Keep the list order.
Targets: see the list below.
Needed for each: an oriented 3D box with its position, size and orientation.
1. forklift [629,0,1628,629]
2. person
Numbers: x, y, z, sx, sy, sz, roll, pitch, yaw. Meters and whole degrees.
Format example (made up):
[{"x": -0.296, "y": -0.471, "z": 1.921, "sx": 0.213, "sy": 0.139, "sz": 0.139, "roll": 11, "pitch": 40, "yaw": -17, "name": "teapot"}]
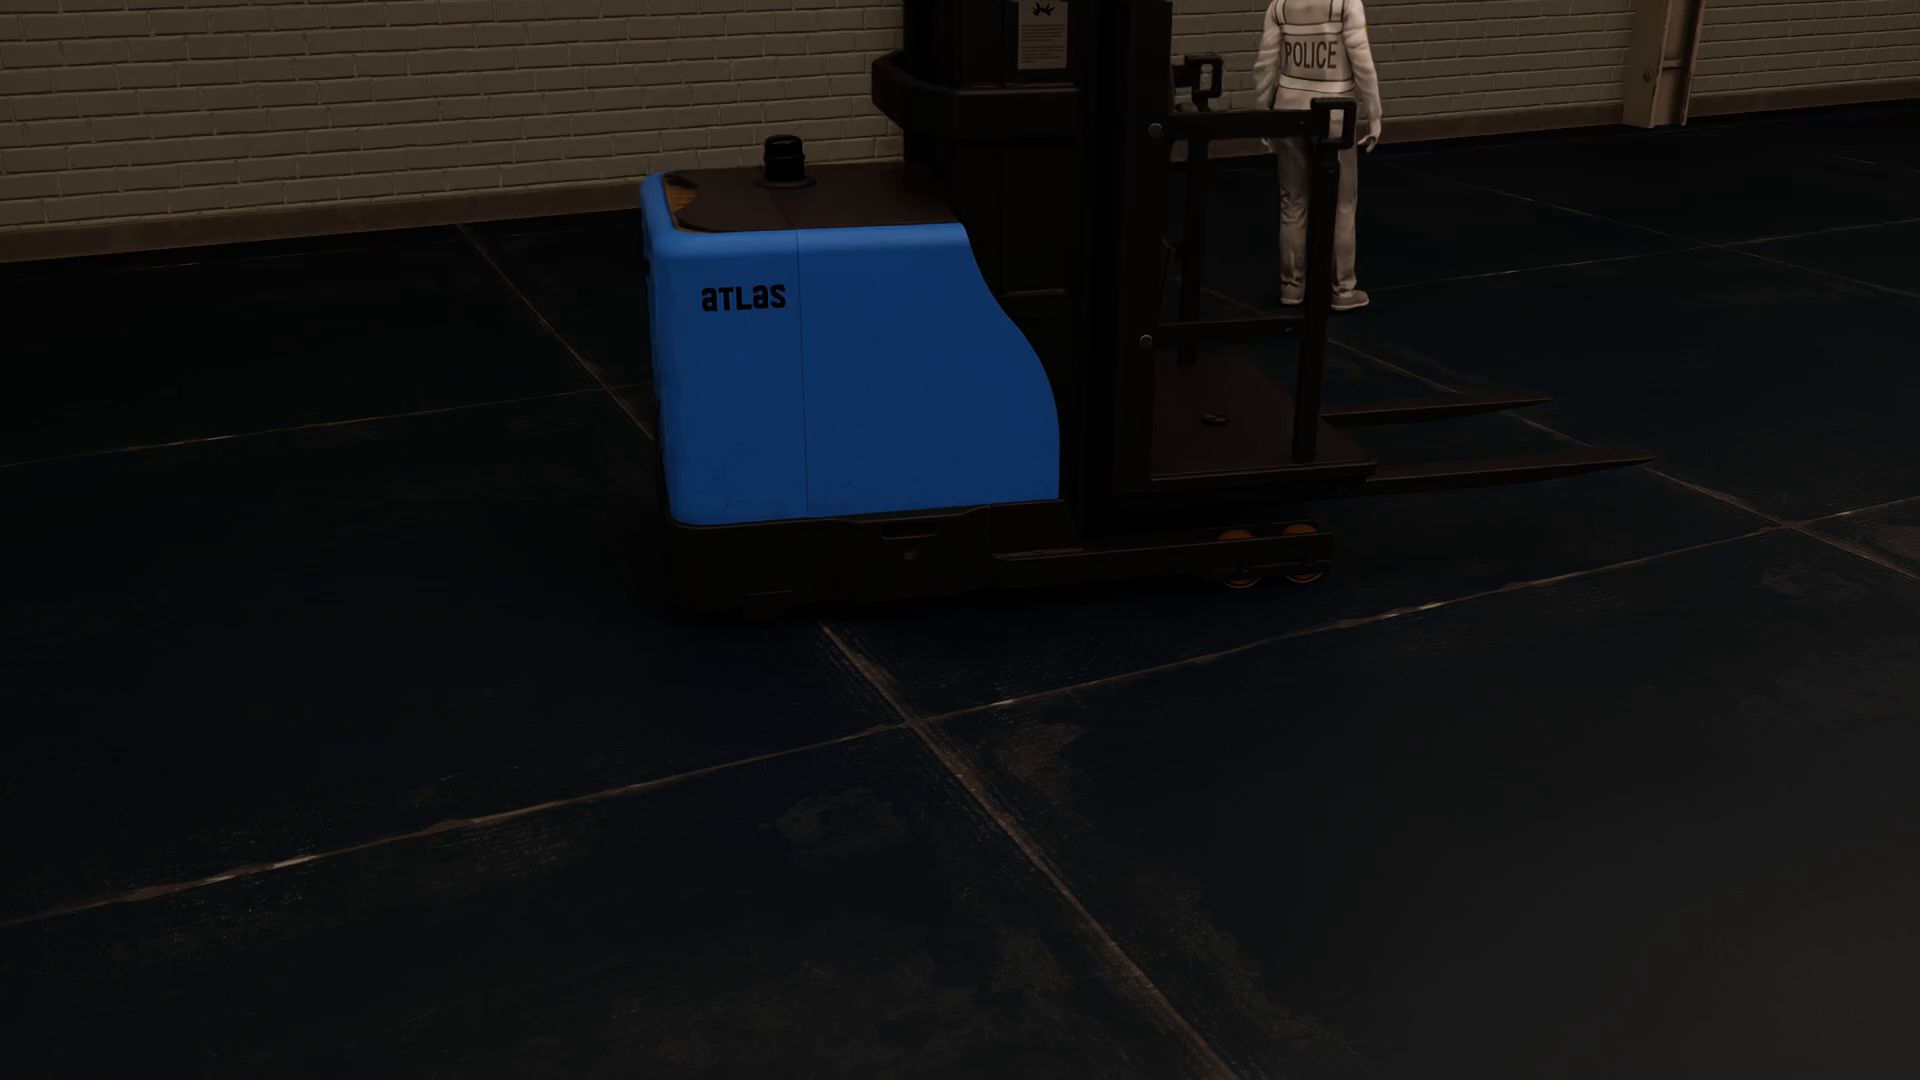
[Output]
[{"x": 0.593, "y": -1.428, "z": 4.723, "sx": 3.031, "sy": 2.935, "sz": 1.130, "roll": -7, "pitch": 23, "yaw": -16, "name": "forklift"}, {"x": 1.601, "y": -1.868, "z": 7.404, "sx": 0.573, "sy": 1.707, "sz": 0.489, "roll": 13, "pitch": 26, "yaw": 29, "name": "person"}]
